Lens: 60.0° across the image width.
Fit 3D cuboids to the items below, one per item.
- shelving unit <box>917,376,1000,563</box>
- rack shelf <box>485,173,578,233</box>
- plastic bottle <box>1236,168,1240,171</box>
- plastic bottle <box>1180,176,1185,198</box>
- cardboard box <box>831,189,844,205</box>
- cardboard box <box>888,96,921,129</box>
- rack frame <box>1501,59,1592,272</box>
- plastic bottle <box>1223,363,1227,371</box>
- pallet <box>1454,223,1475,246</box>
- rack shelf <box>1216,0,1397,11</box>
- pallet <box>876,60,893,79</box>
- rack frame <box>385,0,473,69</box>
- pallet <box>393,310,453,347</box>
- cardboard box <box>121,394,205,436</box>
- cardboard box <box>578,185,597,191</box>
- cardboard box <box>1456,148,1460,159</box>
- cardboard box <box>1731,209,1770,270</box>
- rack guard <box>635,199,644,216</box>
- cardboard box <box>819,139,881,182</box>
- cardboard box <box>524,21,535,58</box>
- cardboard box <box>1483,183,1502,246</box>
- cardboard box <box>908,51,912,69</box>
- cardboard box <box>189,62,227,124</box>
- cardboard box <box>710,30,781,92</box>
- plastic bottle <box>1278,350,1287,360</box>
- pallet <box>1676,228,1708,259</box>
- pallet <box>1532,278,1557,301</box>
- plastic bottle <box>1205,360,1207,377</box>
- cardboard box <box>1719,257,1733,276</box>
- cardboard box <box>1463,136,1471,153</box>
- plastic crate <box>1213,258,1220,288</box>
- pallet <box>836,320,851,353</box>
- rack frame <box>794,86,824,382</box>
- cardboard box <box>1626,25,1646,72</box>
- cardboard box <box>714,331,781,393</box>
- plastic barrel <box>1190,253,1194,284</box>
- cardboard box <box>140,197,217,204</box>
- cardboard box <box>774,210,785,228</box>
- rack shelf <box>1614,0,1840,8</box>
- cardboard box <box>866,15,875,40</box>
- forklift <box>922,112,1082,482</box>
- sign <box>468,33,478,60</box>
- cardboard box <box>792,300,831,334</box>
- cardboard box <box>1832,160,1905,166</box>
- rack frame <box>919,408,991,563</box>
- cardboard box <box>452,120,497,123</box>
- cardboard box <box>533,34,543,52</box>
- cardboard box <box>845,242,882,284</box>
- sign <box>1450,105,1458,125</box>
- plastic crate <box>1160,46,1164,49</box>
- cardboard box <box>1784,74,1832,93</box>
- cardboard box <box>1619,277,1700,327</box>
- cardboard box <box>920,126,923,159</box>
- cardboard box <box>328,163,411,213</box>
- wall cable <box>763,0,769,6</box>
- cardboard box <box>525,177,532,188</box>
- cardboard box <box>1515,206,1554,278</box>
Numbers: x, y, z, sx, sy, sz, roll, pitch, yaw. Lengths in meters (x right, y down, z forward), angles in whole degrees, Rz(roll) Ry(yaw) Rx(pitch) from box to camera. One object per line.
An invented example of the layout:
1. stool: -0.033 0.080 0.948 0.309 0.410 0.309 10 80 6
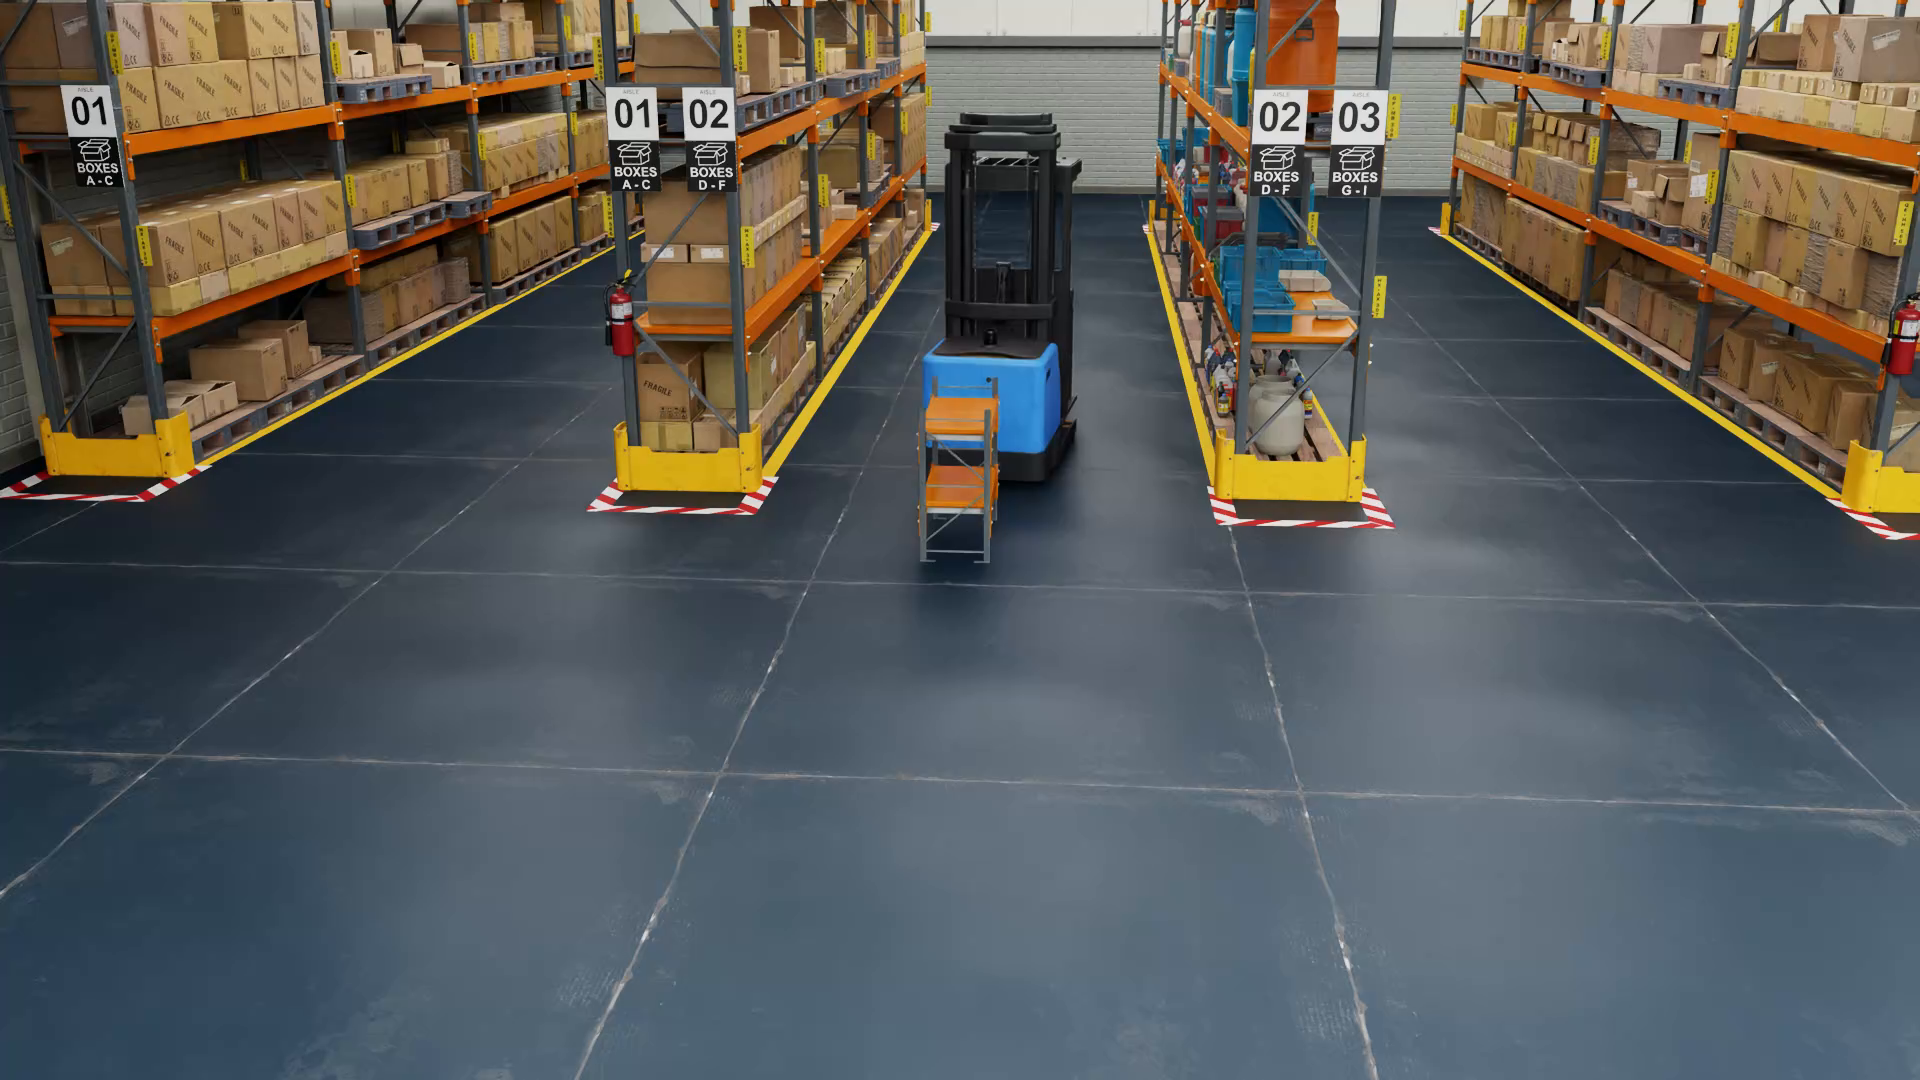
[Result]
1. shelving unit: 0.000 -0.537 12.254 0.538 1.125 1.048 1 18 4
2. rack shelf: -6.459 -4.757 23.279 1.077 0.370 4.000 1 18 4
3. plastic bottle: 3.748 -4.841 22.458 0.144 0.351 0.185 1 18 4
4. plastic bottle: 2.965 -4.691 22.110 0.061 0.283 0.133 1 18 4
5. cardboard box: -1.730 -4.214 20.610 0.500 0.311 0.500 2 18 7
6. cardboard box: -0.913 -6.913 26.938 0.500 0.500 0.500 2 18 5
7. rack frame: 8.507 -5.388 24.050 1.000 3.000 0.127 1 18 4
8. plastic bottle: 2.534 -1.580 16.104 0.097 0.271 0.097 0 18 0
9. pallet: 8.814 -5.055 27.513 1.003 0.211 1.213 1 18 4
10. rack shelf: 2.849 -4.712 14.150 1.077 0.370 4.000 1 18 4
11. pallet: -1.562 -6.424 22.694 1.213 0.211 1.003 1 18 4
12. rack frame: -6.602 -7.329 20.337 1.000 3.000 0.127 1 18 4
13. pallet: -6.750 -2.532 19.812 1.003 0.211 1.213 1 18 4
14. cardboard box: -7.036 -1.137 14.688 0.500 0.311 0.500 -1 18 -2
15. cardboard box: -6.241 -5.792 27.580 0.380 0.149 0.250 2 18 5
16. cardboard box: 8.439 -6.408 27.567 0.380 0.149 0.250 1 18 5
17. cardboard box: 7.768 -2.800 15.512 0.875 0.500 0.500 1 18 4
18. rack guard: -6.027 -5.782 29.266 1.175 0.500 0.348 1 18 4
19. cardboard box: -1.472 -5.093 22.315 0.700 0.500 0.500 5 19 14
20. cardboard box: -6.488 -7.131 23.685 0.700 0.500 0.500 0 18 1
21. cardboard box: 8.698 -5.061 25.789 0.875 0.875 0.875 1 18 4
22. cardboard box: -1.015 -7.421 25.677 0.500 0.250 0.500 1 18 4
23. cardboard box: -6.795 -3.901 14.502 0.500 0.500 0.500 2 18 6
24. cardboard box: -1.843 -4.132 14.340 0.500 0.500 0.500 1 18 4
25. plastic bottle: 3.234 -1.758 16.519 0.144 0.351 0.185 1 18 2
26. pallet: 8.133 -3.047 17.212 1.003 0.211 1.213 1 18 4
27. pallet: 8.442 -3.442 22.589 1.003 0.211 1.213 1 18 4
28. plastic bottle: 2.518 -1.741 16.707 0.097 0.201 0.097 0 18 0
29. cardboard box: 7.587 -2.647 16.087 0.380 0.149 0.250 1 18 4
30. cardboard box: 8.459 -6.396 26.889 0.500 0.250 0.500 1 18 3
31. plastic crate: 2.614 -2.498 15.571 0.450 0.188 0.662 1 18 4
32. pallet: -1.849 -2.411 19.441 1.003 0.211 1.213 1 18 4
33. rack frame: -1.948 -3.126 17.146 1.000 3.000 0.127 1 18 4
34. cardboard box: 7.890 -5.559 18.790 0.500 0.500 0.500 1 18 4
35. cardboard box: -1.917 -1.606 15.043 0.500 0.500 0.500 1 18 4
36. plastic barrel: 3.249 -3.604 21.925 0.421 0.512 0.421 0 18 0
37. cardboard box: -7.239 -2.912 15.497 0.500 0.500 0.500 2 18 5
38. cardboard box: -1.846 -2.998 15.554 0.380 0.149 0.250 2 18 5
39. rack shelf: 8.076 -5.844 17.603 1.077 0.370 4.000 1 18 4
40. cardboard box: -1.509 -6.968 23.058 0.600 0.600 0.600 1 18 3
41. forklift: 0.462 -2.291 14.709 1.130 2.935 3.031 3 18 10
42. sign: -6.061 -6.136 20.685 0.100 0.325 0.005 1 18 4
43. cardboard box: -1.669 -2.408 17.796 0.500 0.311 0.500 1 18 4
44. cardboard box: 8.104 -3.111 14.857 0.500 0.500 0.500 1 18 4
45. rack frame: -0.036 -0.379 11.772 0.500 1.125 0.032 1 18 4
46. cardboard box: -6.711 -5.657 22.997 0.500 0.250 0.500 1 18 3
47. cardboard box: -6.500 -7.539 25.203 0.500 0.250 0.500 1 18 4
48. cardboard box: -1.311 -3.687 22.167 0.500 0.500 0.500 1 18 2
49. sign: 8.240 -7.094 27.738 0.100 0.325 0.005 1 18 4
50. plastic crate: 3.547 -7.991 27.386 0.497 0.269 0.590 1 18 4
51. cardboard box: 7.530 -4.027 14.680 0.380 0.149 0.250 1 18 3
52. cardboard box: 8.165 -2.786 19.417 0.700 0.500 0.500 0 18 -1
53. cardboard box: -0.882 -6.594 27.570 0.500 0.500 0.500 1 18 4
54. cardboard box: -6.755 -4.028 19.031 0.700 0.500 0.500 4 19 11
55. wall cable: -5.267 -10.086 33.740 3.097 2.526 0.112 1 18 4
56. cardboard box: -6.222 -5.023 23.307 0.380 0.149 0.250 2 18 6
57. cardboard box: 8.417 -4.102 22.861 1.225 0.875 0.875 1 18 2
